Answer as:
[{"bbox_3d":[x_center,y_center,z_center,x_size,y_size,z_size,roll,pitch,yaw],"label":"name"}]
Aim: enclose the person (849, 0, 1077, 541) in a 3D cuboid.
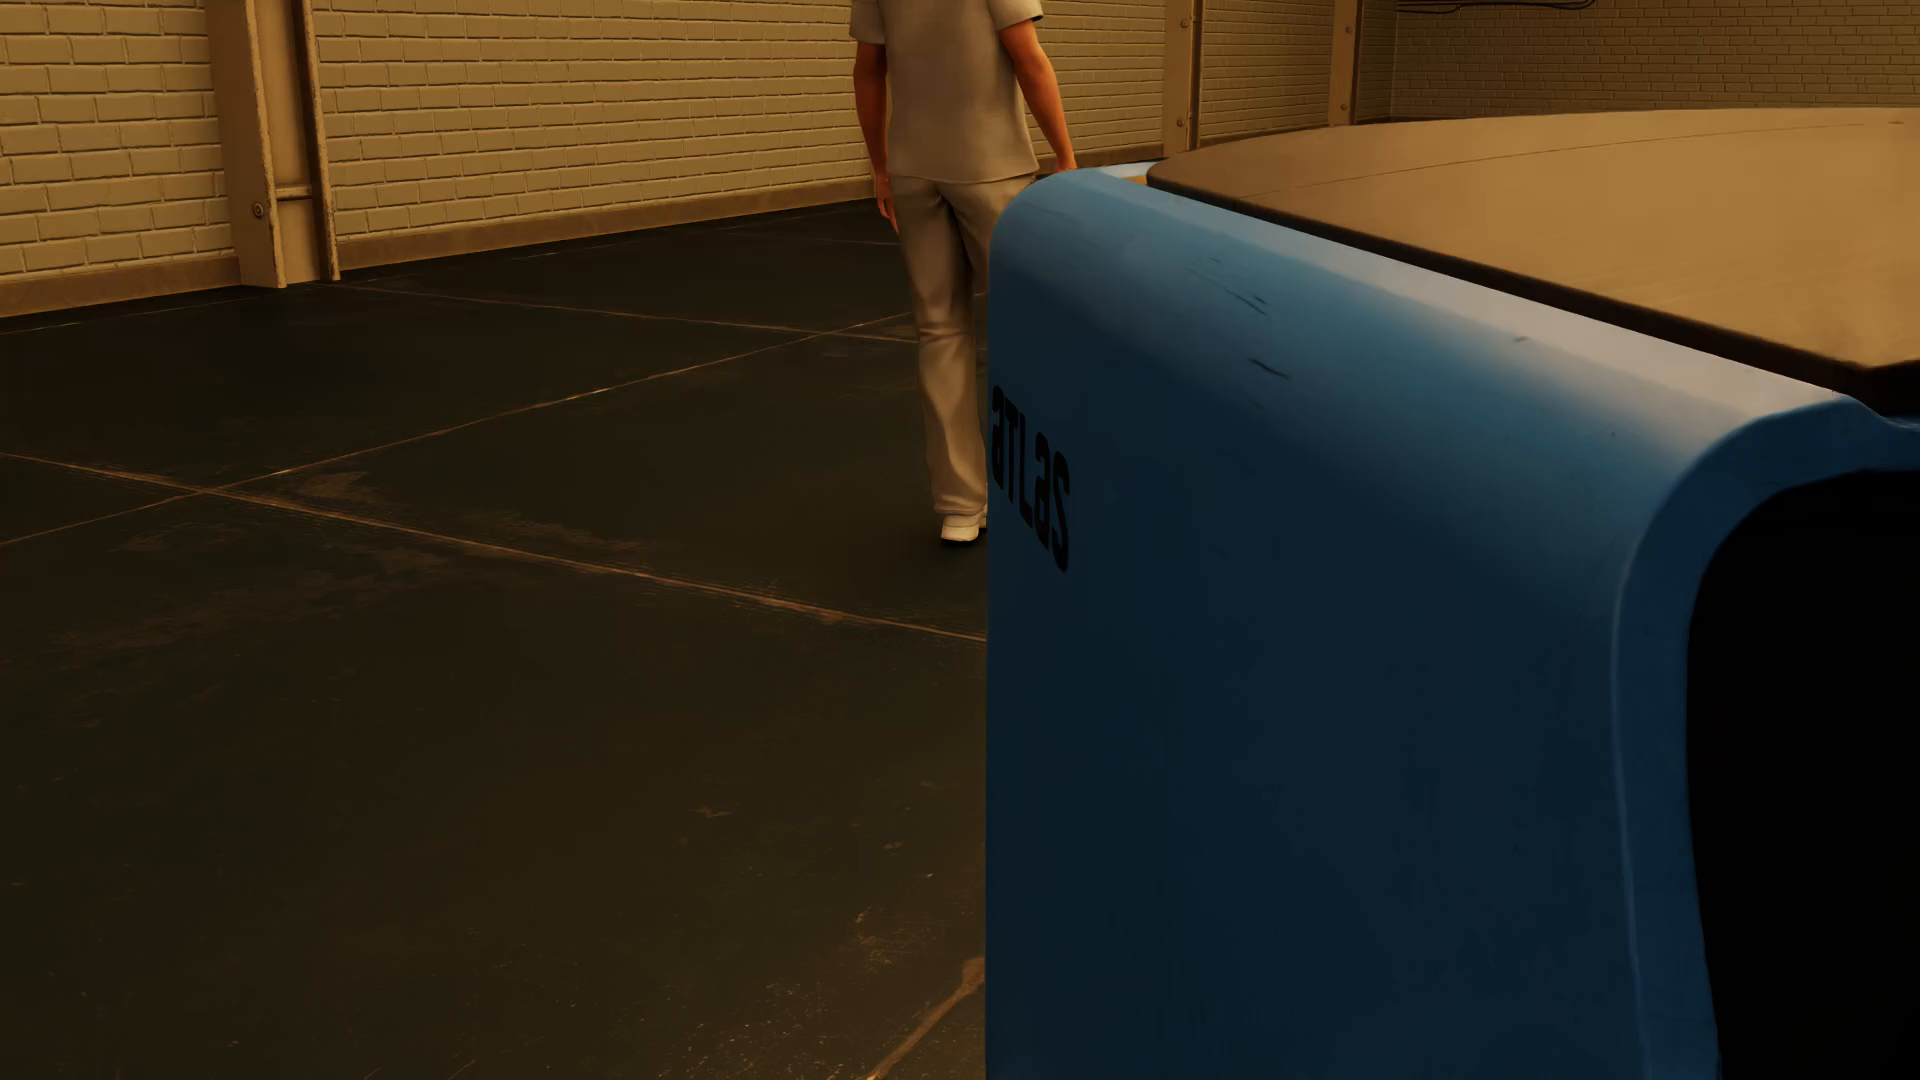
[{"bbox_3d":[0.047,-0.827,3.857,0.550,1.675,0.549,9,19,28],"label":"person"}]
